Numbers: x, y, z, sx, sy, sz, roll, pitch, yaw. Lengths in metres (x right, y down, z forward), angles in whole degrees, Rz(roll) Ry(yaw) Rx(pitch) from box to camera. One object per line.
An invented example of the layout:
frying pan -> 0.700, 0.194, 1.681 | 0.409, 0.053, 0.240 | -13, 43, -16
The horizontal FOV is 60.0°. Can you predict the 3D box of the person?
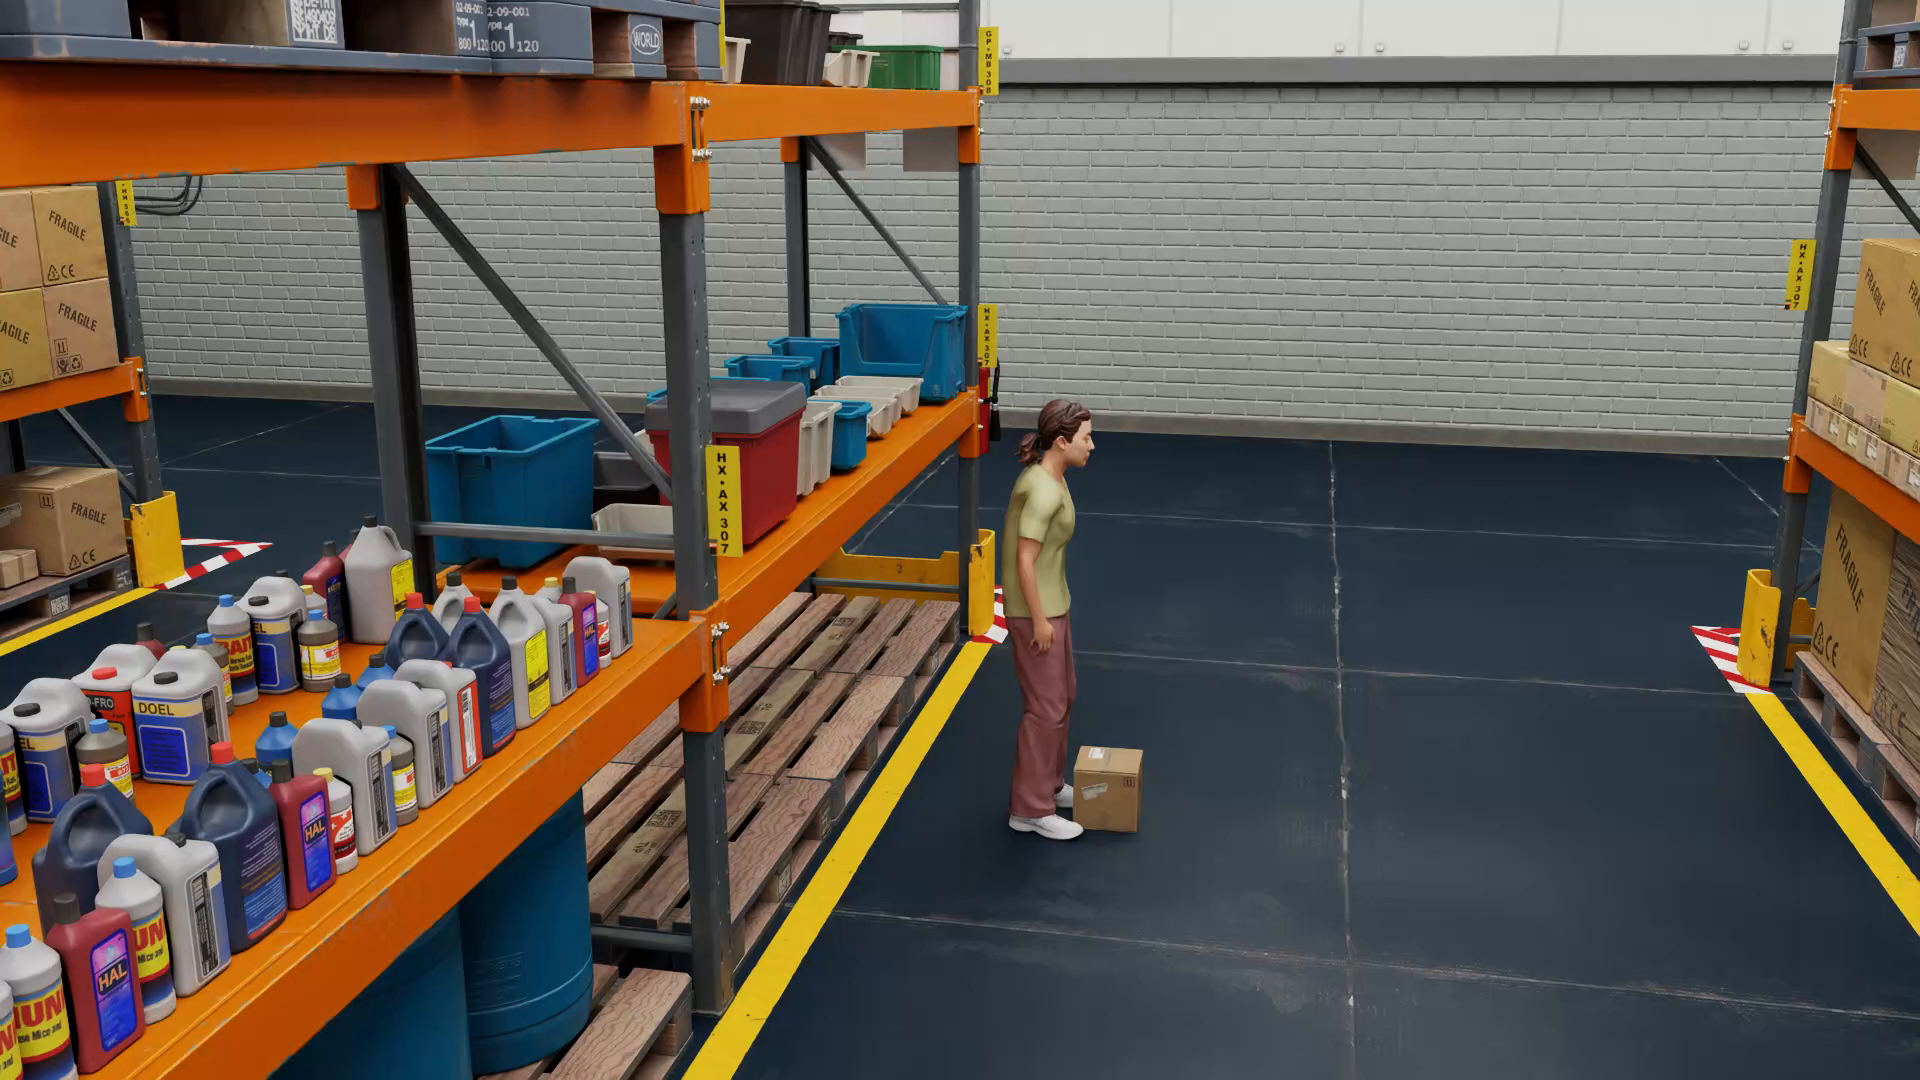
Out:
person -> 0.339, 0.285, 6.434 | 0.362, 1.671, 0.511 | 2, 15, 8
